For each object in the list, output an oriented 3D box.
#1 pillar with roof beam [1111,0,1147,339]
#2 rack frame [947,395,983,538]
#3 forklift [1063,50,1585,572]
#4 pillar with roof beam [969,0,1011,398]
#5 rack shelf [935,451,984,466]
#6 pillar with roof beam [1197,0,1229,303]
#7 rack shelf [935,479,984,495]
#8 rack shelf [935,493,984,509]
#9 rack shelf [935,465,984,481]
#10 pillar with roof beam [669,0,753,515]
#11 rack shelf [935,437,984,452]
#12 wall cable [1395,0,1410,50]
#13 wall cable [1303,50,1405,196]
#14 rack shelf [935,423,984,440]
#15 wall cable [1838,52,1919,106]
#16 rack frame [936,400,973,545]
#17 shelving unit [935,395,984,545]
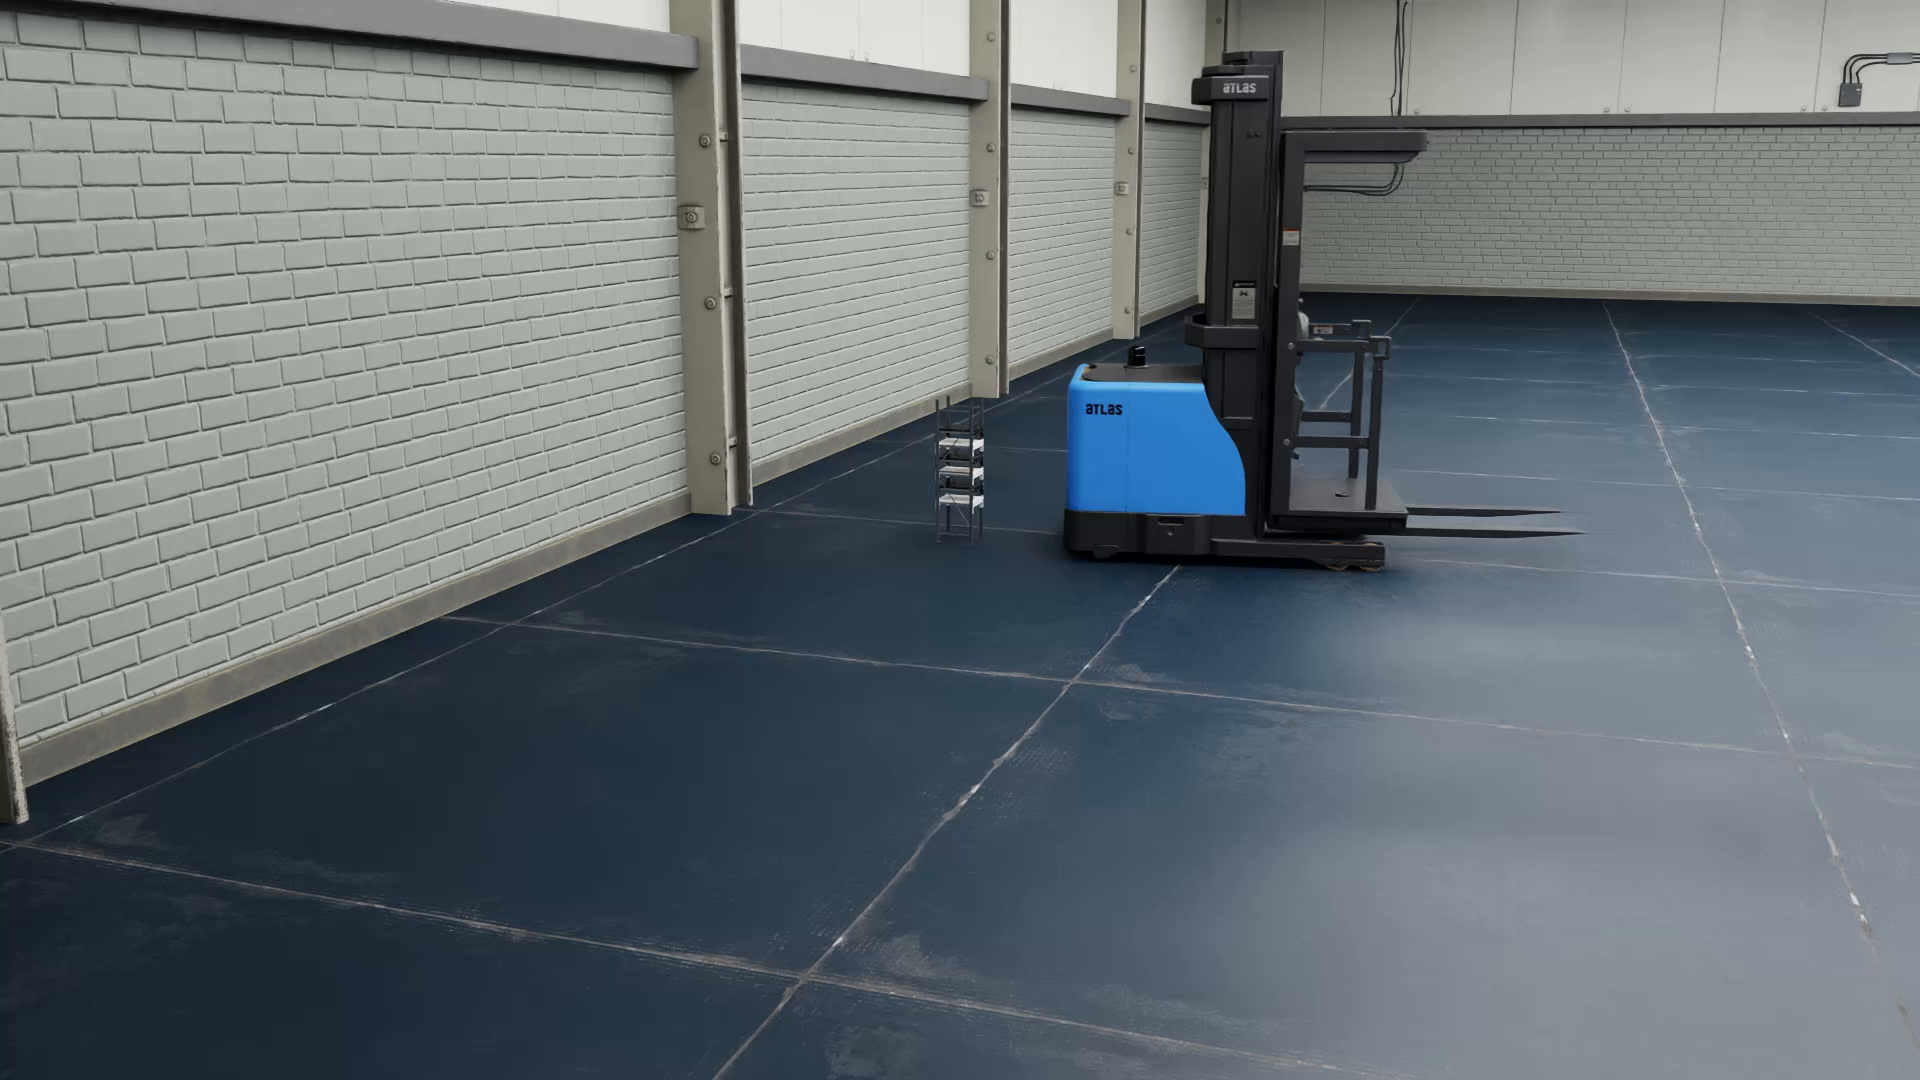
[{"bbox_3d":[6.308,-6.823,20.158,9.100,9.000,0.400,4,14,18],"label":"pillar with roof beam"},{"bbox_3d":[0.030,-0.458,10.474,0.240,0.900,0.006,4,14,18],"label":"rack frame"},{"bbox_3d":[2.179,-1.371,9.907,3.031,2.935,1.130,2,13,7],"label":"forklift"},{"bbox_3d":[4.366,-5.559,14.623,9.100,9.000,0.400,4,14,18],"label":"pillar with roof beam"},{"bbox_3d":[-0.003,-0.492,10.368,0.258,0.077,0.200,4,14,18],"label":"rack shelf"},{"bbox_3d":[8.249,-8.086,25.693,9.100,9.000,0.400,4,14,18],"label":"pillar with roof beam"},{"bbox_3d":[-0.003,-0.317,10.408,0.258,0.077,0.200,4,14,18],"label":"rack shelf"},{"bbox_3d":[-0.003,-0.229,10.428,0.258,0.077,0.200,4,14,18],"label":"rack shelf"},{"bbox_3d":[-0.003,-0.405,10.388,0.258,0.077,0.200,4,14,18],"label":"rack shelf"},{"bbox_3d":[2.425,-4.296,9.088,9.100,9.000,0.400,4,14,18],"label":"pillar with roof beam"},{"bbox_3d":[-0.003,-0.580,10.348,0.258,0.077,0.200,4,14,18],"label":"rack shelf"},{"bbox_3d":[8.940,-9.675,28.281,3.097,2.526,0.112,4,14,18],"label":"wall cable"},{"bbox_3d":[6.380,-7.407,29.697,3.097,2.526,0.112,4,14,18],"label":"wall cable"},{"bbox_3d":[-0.003,-0.668,10.328,0.258,0.077,0.200,4,14,18],"label":"rack shelf"},{"bbox_3d":[15.358,-9.892,25.963,2.305,6.003,0.169,4,14,18],"label":"wall cable"},{"bbox_3d":[-0.036,-0.416,10.287,0.240,0.900,0.006,4,14,18],"label":"rack frame"},{"bbox_3d":[-0.003,-0.437,10.380,0.258,0.900,0.210,4,14,18],"label":"shelving unit"}]
